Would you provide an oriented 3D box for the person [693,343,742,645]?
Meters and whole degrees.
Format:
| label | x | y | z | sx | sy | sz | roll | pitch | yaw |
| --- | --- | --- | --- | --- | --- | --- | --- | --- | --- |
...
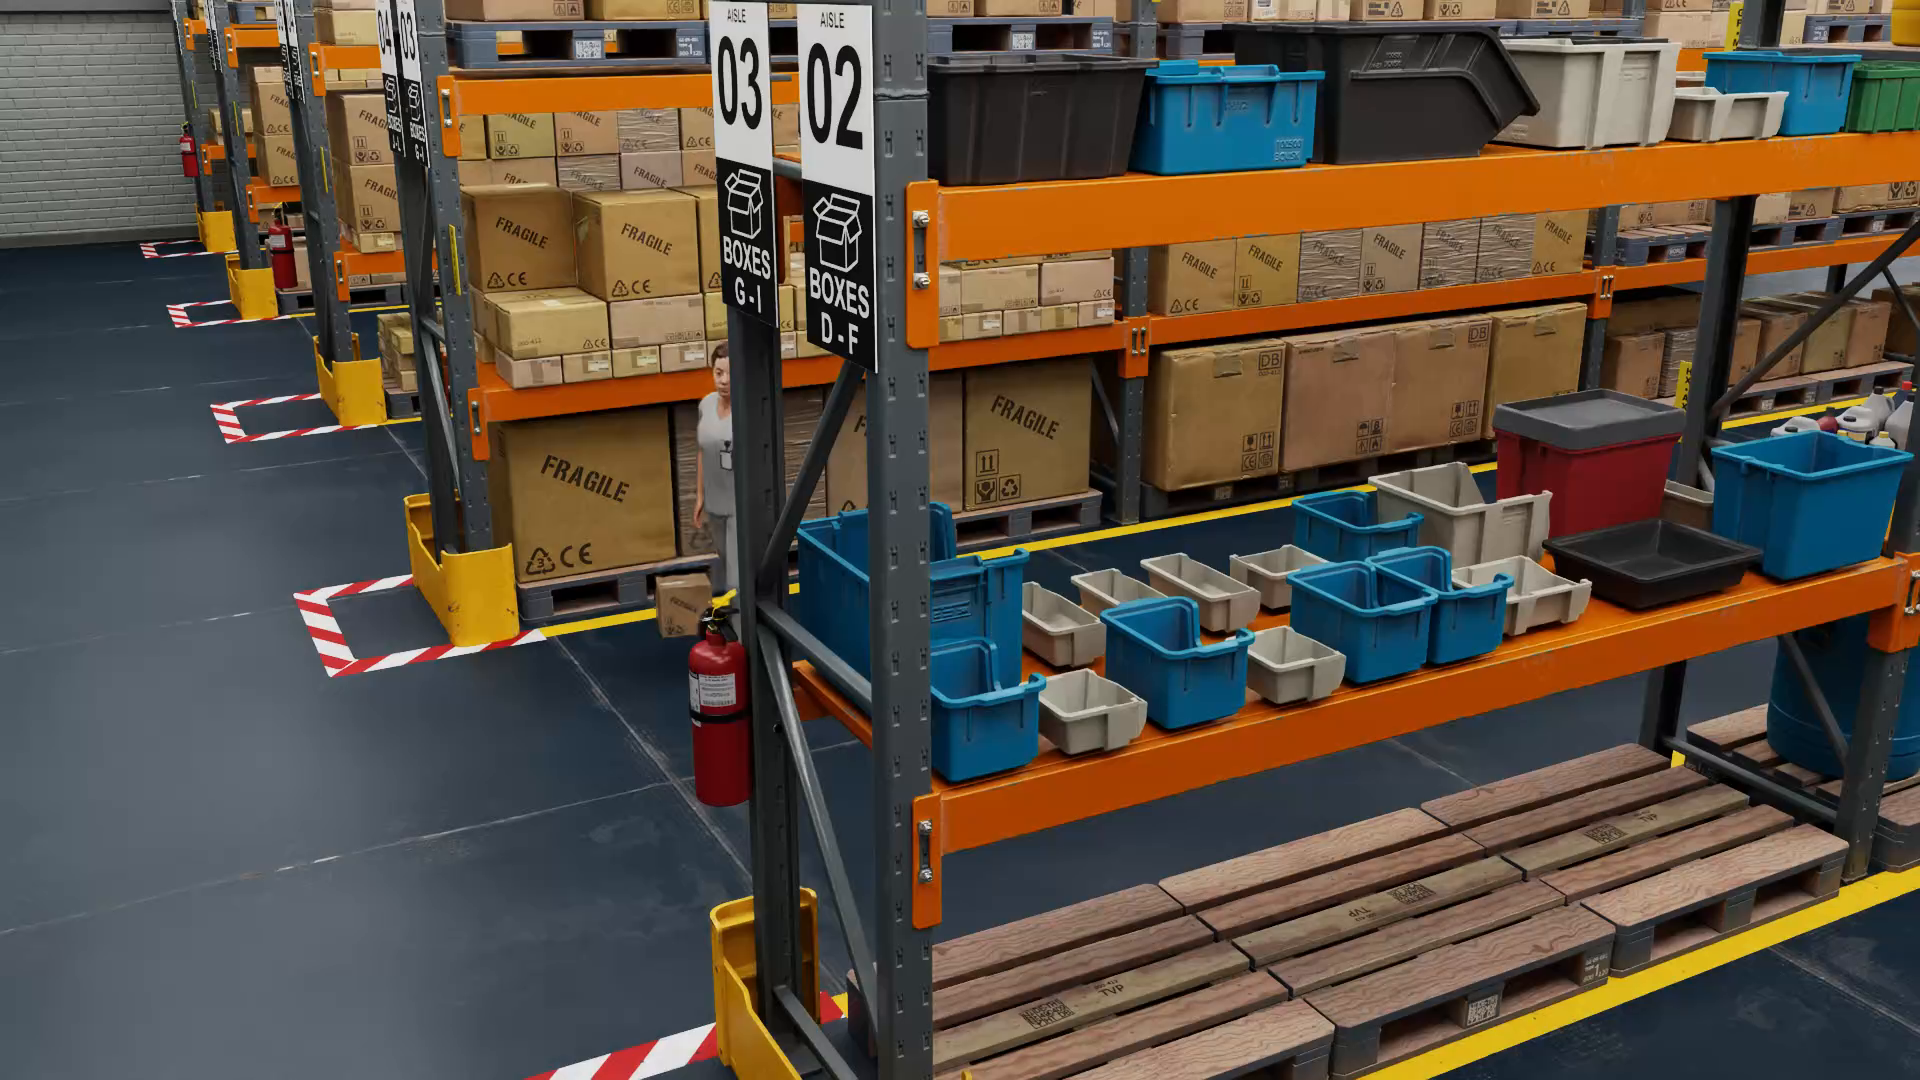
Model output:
| label | x | y | z | sx | sy | sz | roll | pitch | yaw |
| --- | --- | --- | --- | --- | --- | --- | --- | --- | --- |
| person | -1.052 | -0.158 | 8.050 | 0.490 | 1.656 | 0.554 | 13 | 22 | 33 |
